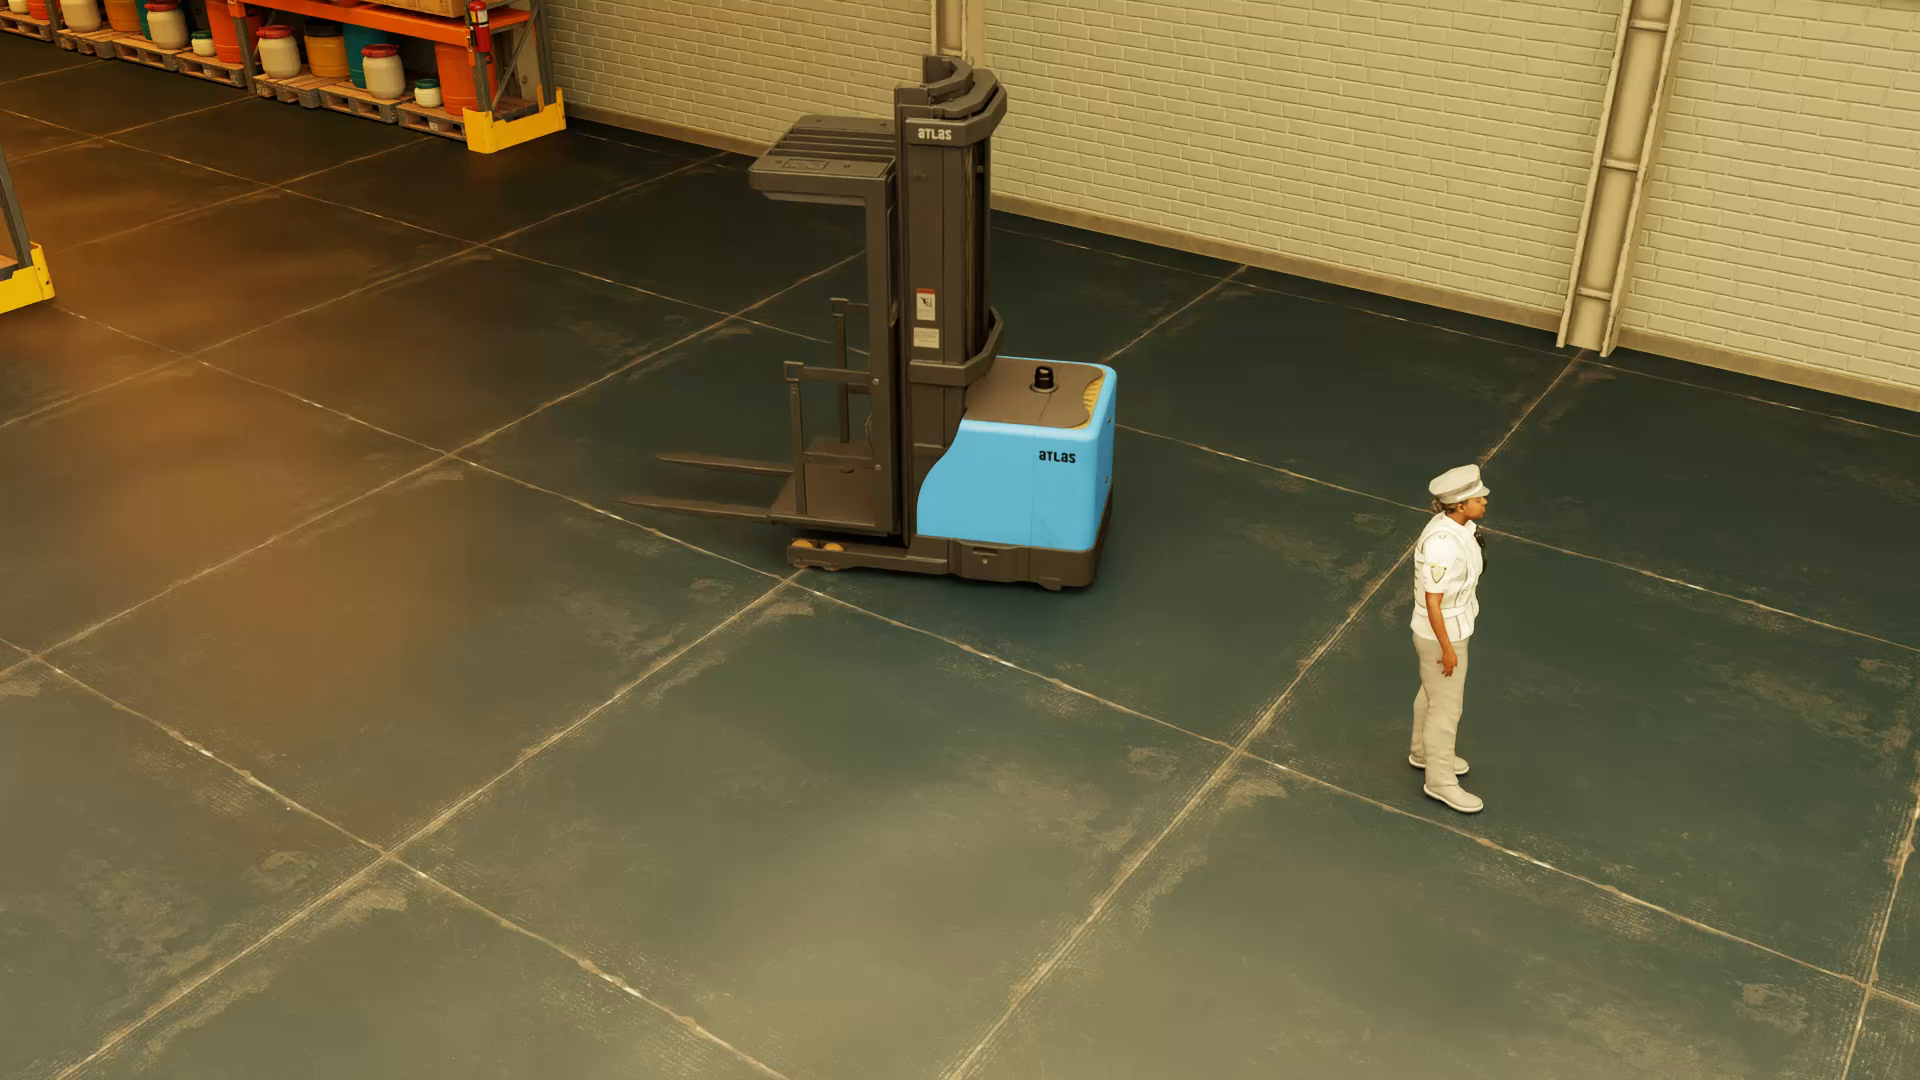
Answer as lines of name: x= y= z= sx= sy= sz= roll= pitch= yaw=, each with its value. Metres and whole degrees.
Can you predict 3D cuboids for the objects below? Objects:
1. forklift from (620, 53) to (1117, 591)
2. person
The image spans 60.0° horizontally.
forklift: x=-0.596 y=-1.330 z=9.871 sx=3.031 sy=2.935 sz=1.130 roll=6 pitch=31 yaw=10
person: x=2.416 y=0.443 z=8.035 sx=0.528 sy=1.698 sz=0.570 roll=12 pitch=32 yaw=20
